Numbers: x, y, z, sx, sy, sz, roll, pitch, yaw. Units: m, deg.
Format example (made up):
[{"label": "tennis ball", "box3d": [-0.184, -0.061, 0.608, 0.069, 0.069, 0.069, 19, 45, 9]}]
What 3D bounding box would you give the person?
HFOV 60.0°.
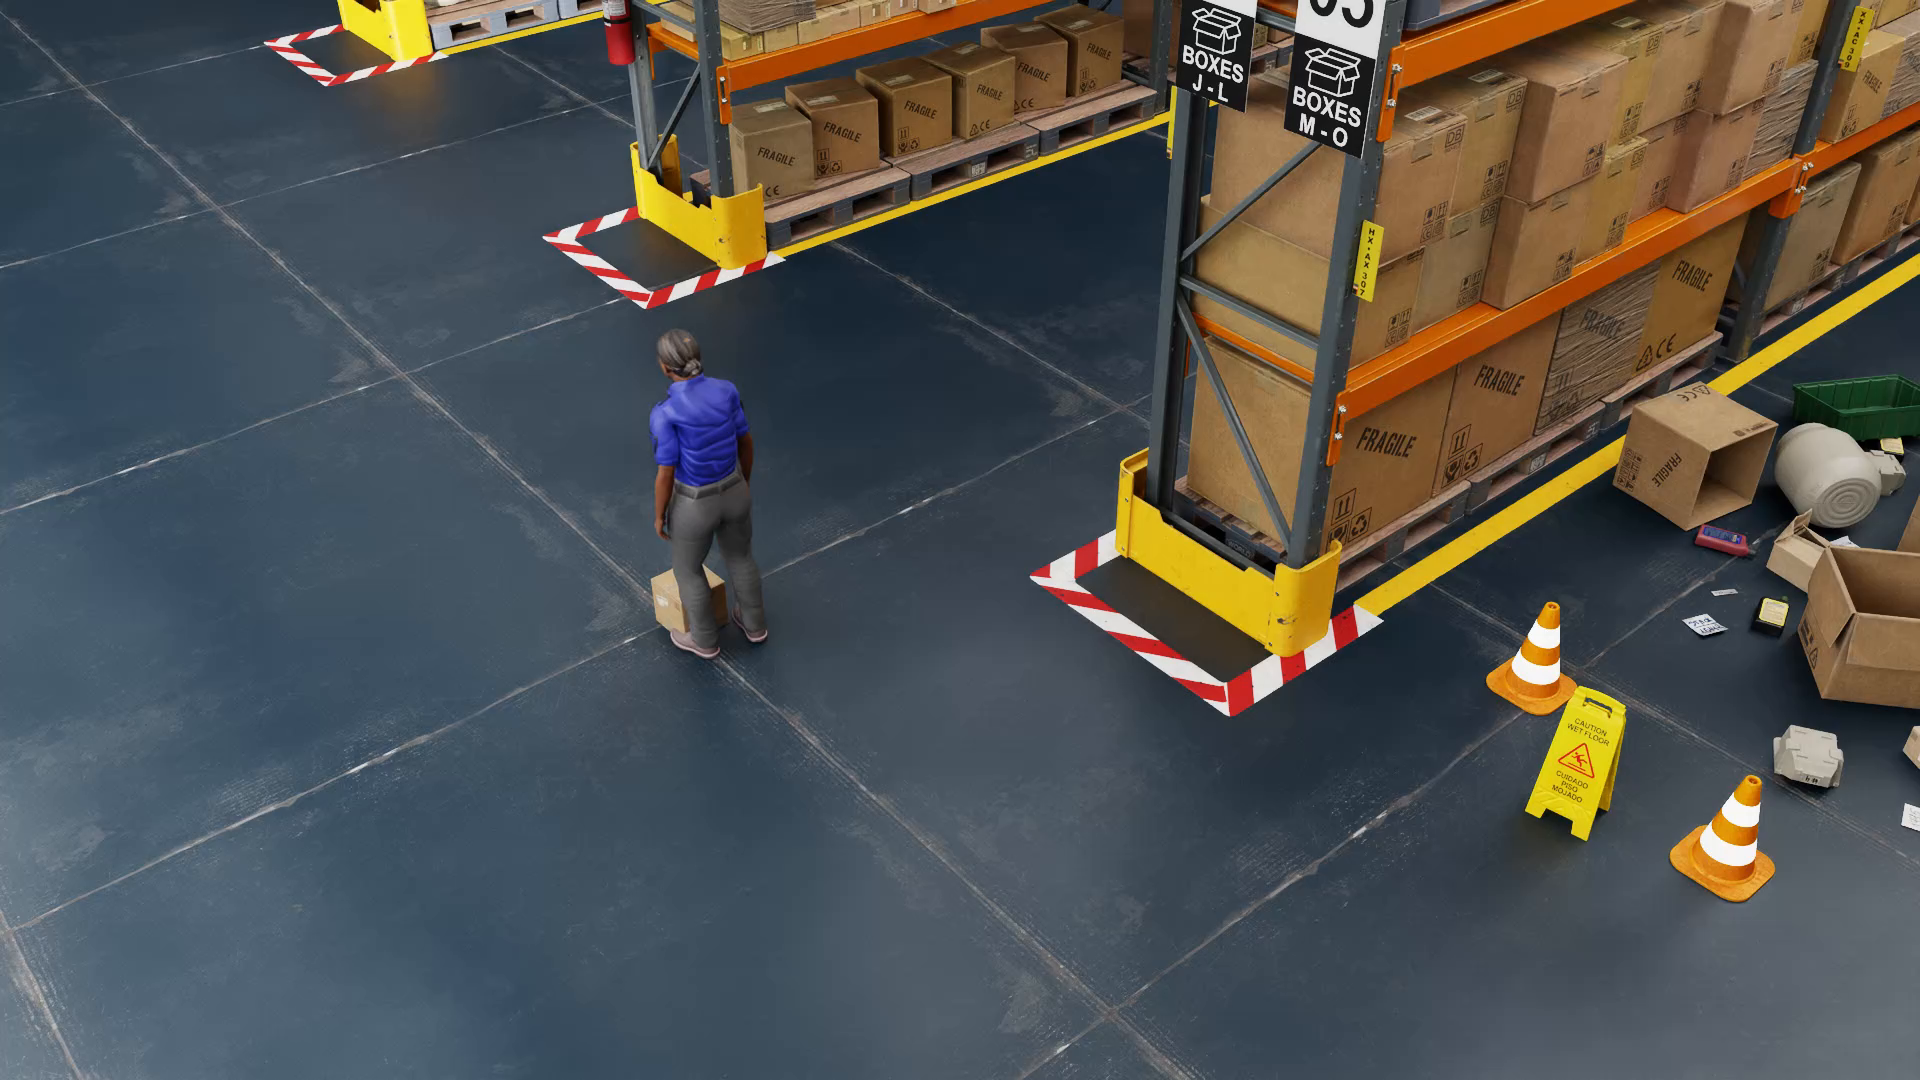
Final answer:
[{"label": "person", "box3d": [-1.131, -0.188, 7.337, 0.505, 1.655, 0.392, -26, 44, -31]}]
